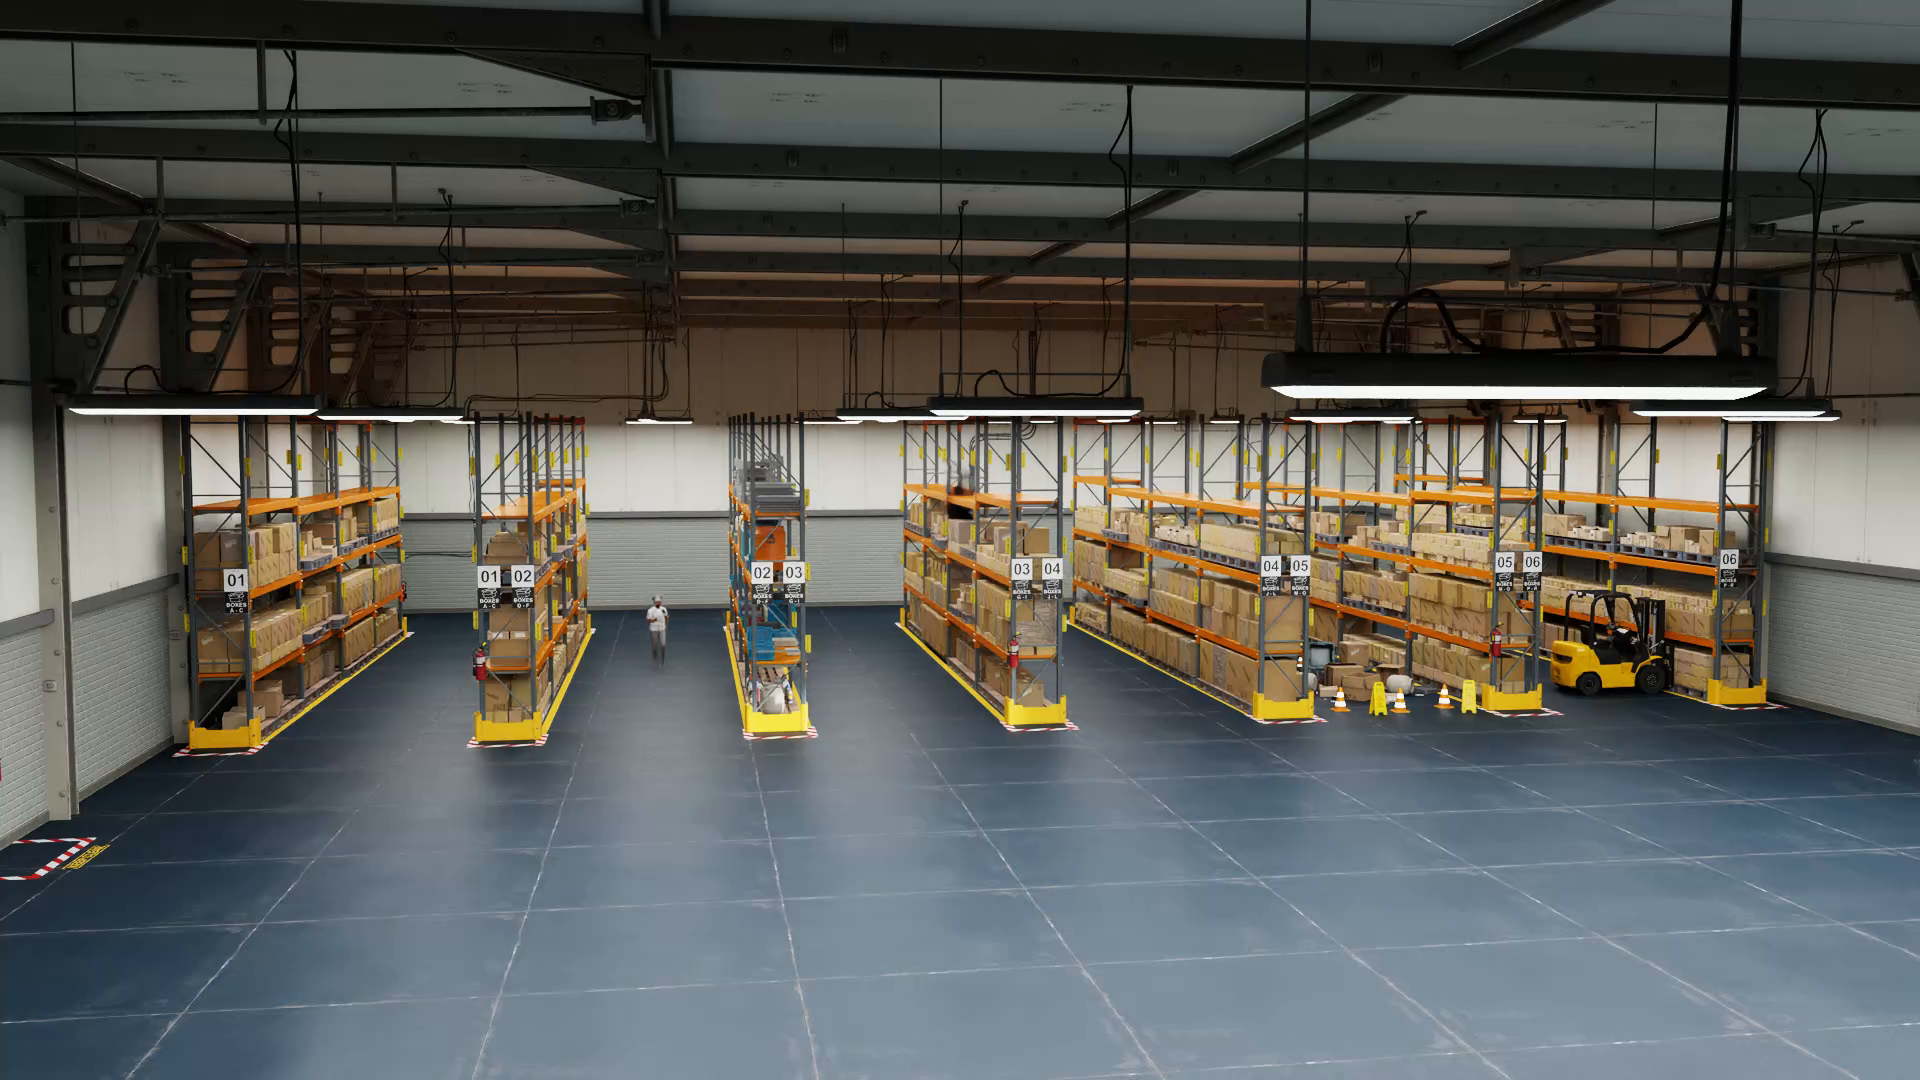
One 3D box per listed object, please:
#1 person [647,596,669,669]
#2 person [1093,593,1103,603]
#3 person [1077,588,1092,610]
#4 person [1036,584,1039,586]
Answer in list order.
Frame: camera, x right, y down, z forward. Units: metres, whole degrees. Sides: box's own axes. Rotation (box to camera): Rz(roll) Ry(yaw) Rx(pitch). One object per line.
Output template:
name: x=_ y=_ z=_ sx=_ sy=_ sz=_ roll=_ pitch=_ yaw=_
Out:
person: x=-7.174 y=2.191 z=39.537 sx=0.556 sy=1.756 sz=0.693 roll=-1 pitch=4 yaw=-18
person: x=4.286 y=1.519 z=49.882 sx=0.700 sy=1.728 sz=0.604 roll=-1 pitch=4 yaw=-11
person: x=3.710 y=1.514 z=49.890 sx=0.739 sy=1.620 sz=0.879 roll=0 pitch=4 yaw=0
person: x=2.042 y=1.616 z=48.666 sx=0.622 sy=1.611 sz=0.620 roll=4 pitch=5 yaw=43
